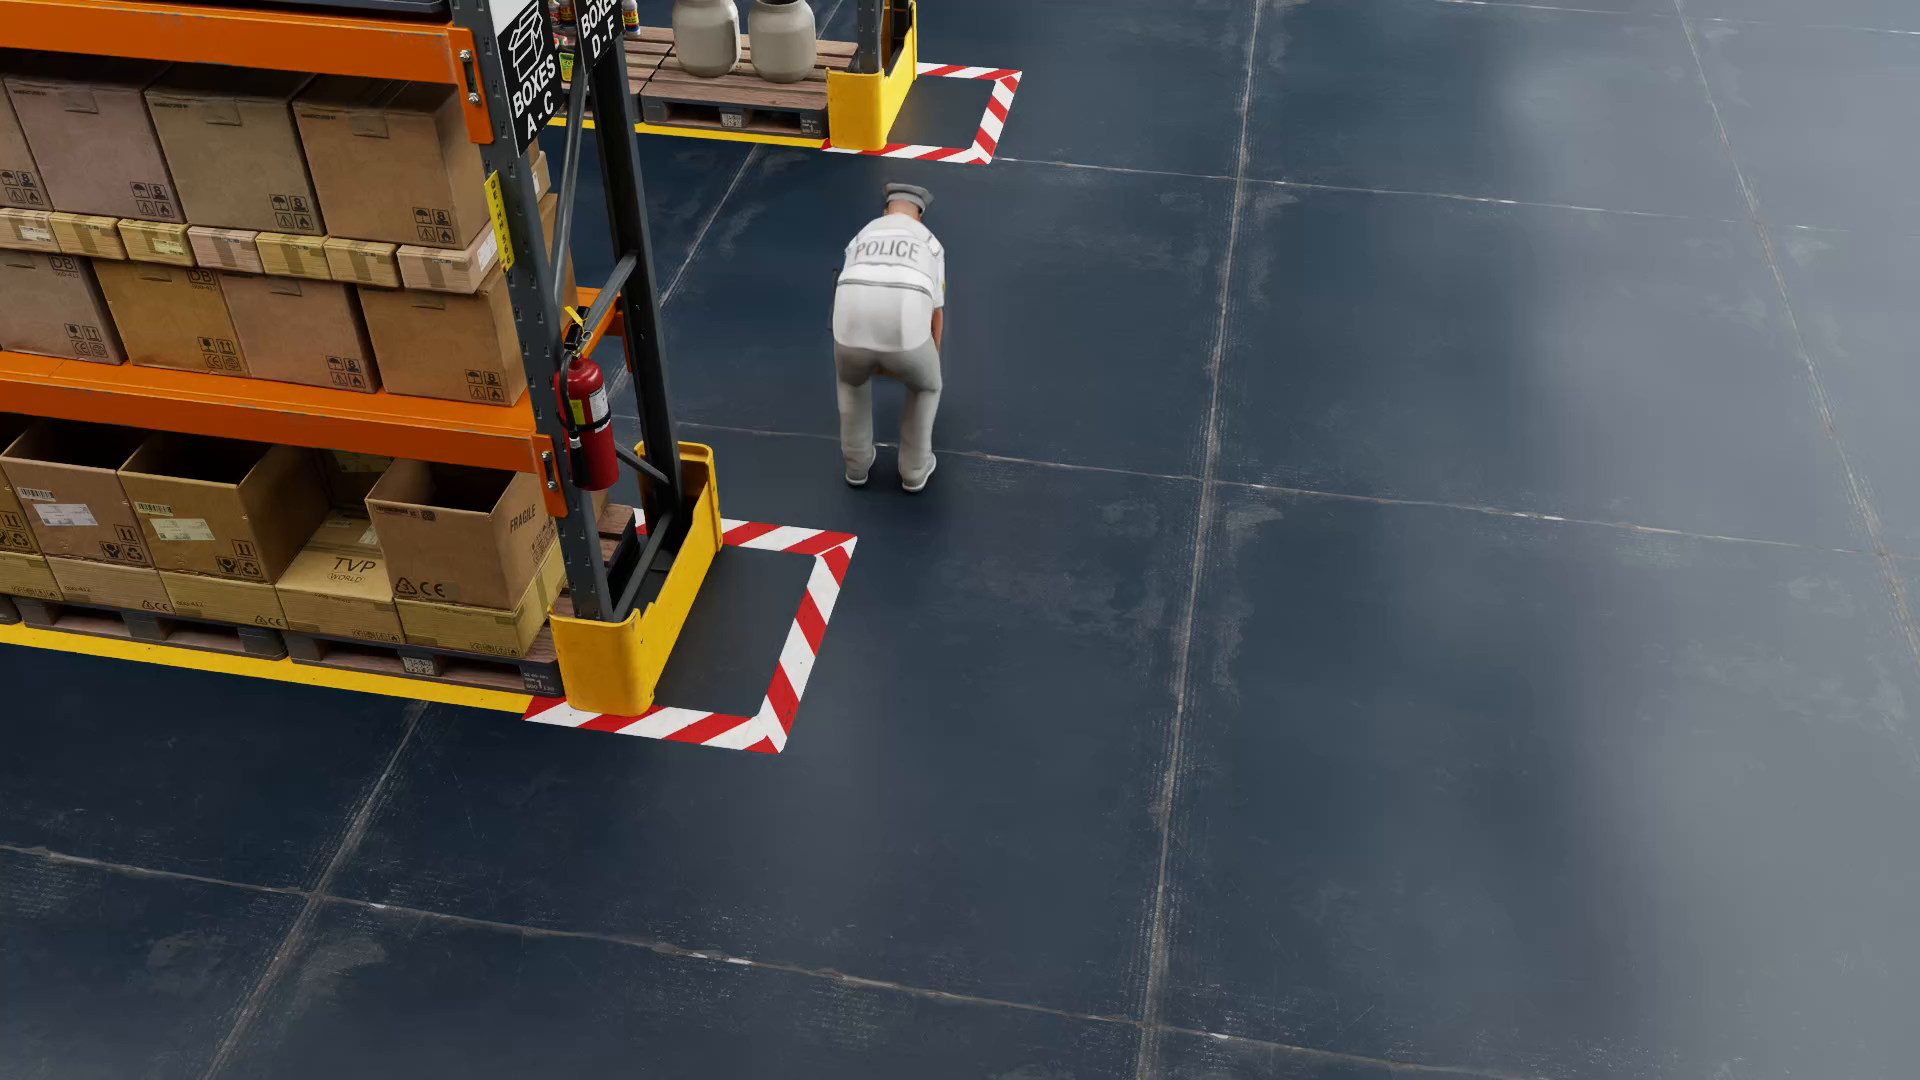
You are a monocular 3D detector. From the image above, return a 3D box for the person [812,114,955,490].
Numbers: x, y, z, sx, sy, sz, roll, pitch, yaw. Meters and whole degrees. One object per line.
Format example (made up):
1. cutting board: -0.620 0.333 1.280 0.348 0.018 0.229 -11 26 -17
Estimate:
1. person: -0.337 -0.973 7.302 0.592 1.743 0.439 5 41 6
